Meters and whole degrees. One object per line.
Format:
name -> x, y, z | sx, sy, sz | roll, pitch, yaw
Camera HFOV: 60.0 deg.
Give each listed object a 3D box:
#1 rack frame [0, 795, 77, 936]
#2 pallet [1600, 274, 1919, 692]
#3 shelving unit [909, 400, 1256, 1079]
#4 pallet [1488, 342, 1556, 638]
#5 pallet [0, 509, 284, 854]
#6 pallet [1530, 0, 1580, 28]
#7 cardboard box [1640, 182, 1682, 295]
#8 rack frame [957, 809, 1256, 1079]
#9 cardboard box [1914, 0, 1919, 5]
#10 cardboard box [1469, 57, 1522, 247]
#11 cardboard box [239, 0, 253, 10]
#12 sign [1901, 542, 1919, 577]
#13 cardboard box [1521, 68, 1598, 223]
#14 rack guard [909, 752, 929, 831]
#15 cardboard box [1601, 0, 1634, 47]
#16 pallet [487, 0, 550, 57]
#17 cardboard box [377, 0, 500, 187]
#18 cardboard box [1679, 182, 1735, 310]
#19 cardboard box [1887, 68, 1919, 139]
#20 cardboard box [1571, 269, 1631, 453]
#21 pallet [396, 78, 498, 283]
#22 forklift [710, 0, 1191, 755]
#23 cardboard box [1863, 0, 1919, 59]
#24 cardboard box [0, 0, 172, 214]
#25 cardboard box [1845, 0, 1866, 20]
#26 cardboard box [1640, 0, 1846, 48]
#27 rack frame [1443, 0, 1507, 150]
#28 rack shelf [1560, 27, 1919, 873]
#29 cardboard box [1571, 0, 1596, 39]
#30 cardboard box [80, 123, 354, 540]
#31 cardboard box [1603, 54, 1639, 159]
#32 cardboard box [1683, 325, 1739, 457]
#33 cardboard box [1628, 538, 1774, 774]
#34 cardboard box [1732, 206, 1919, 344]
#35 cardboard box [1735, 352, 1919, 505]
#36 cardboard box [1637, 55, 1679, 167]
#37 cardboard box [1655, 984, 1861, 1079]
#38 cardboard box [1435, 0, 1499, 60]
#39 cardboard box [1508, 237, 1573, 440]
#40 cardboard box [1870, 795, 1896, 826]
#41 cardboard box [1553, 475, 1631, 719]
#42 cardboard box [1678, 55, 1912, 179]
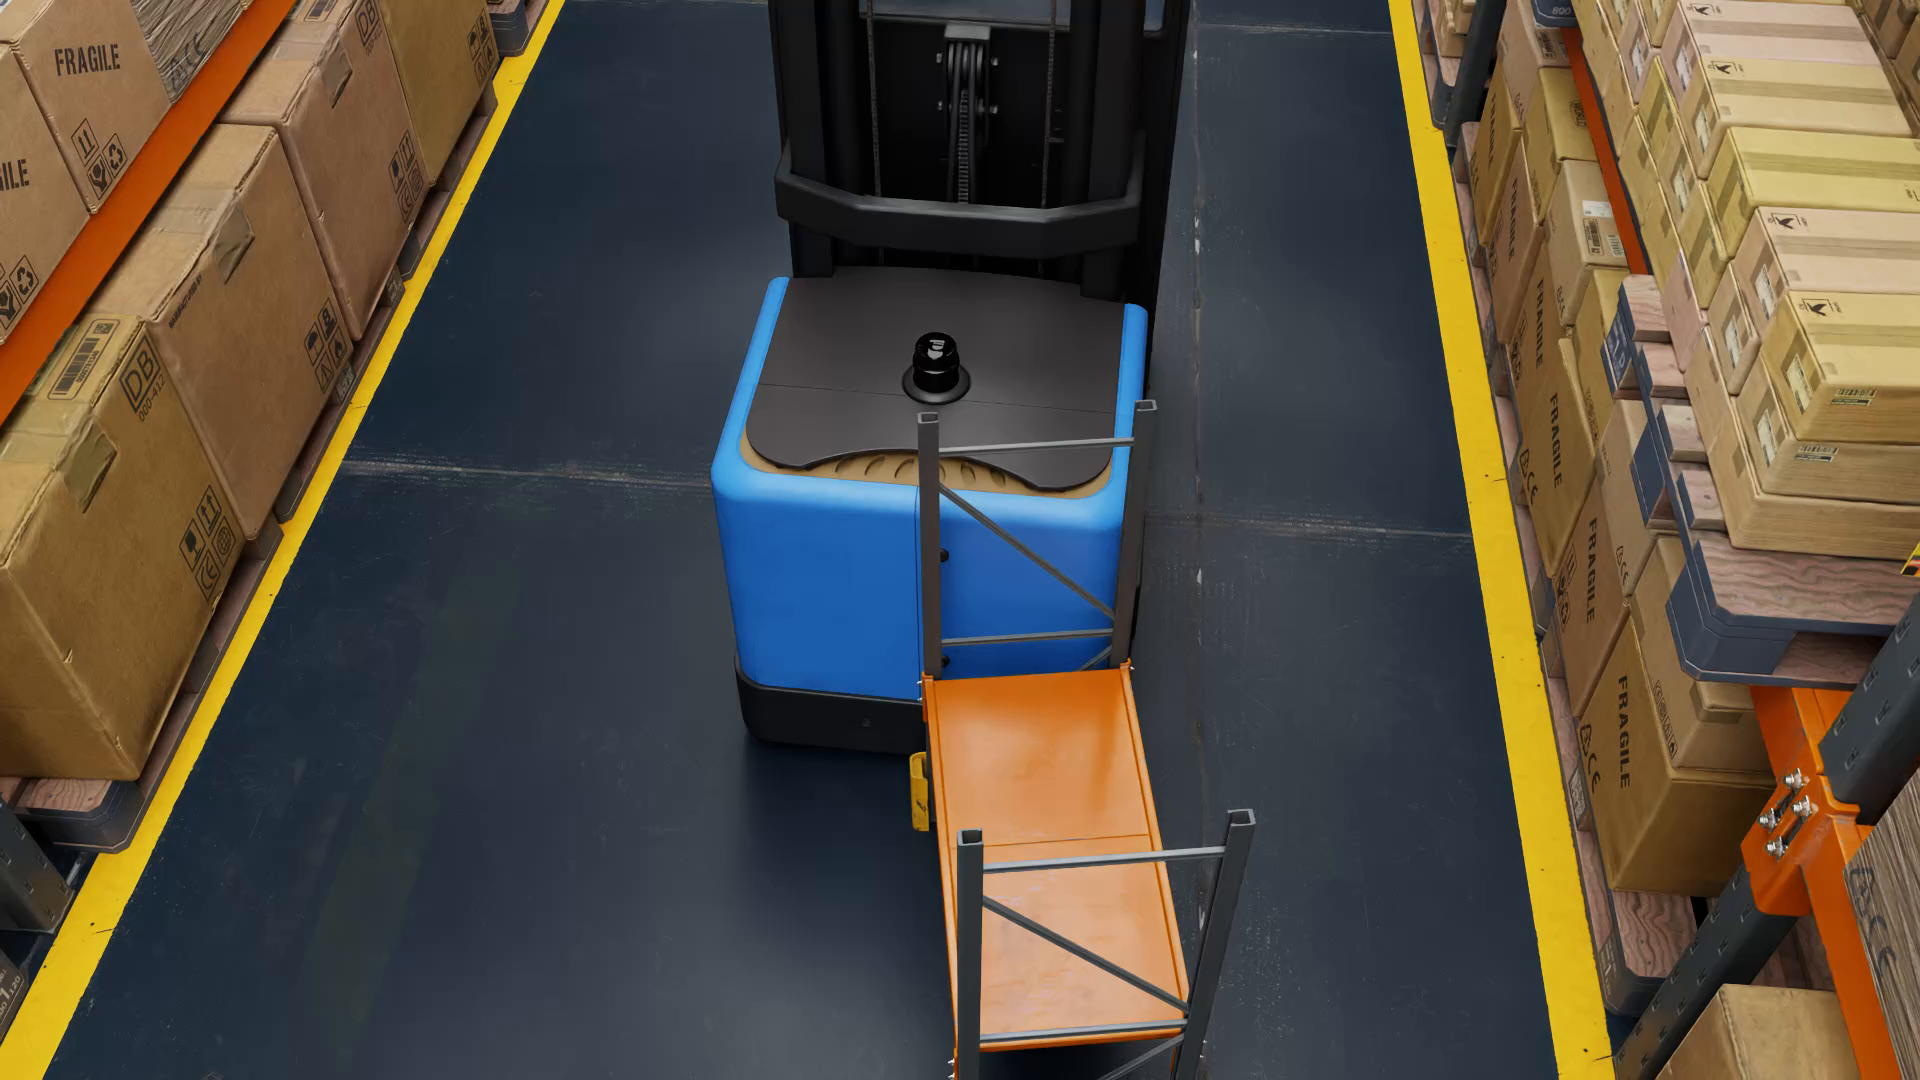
rack frame -> -2.837, -0.066, 3.277 | 1.000, 3.000, 0.127 | 4, 48, 4
pallet -> 2.052, -0.124, 3.461 | 1.213, 0.211, 1.003 | 4, 48, 4
shelving unit -> 0.202, 0.605, 3.680 | 0.587, 1.500, 1.083 | -3, 48, -3
pallet -> 2.279, -0.185, 5.276 | 1.003, 0.211, 1.213 | 4, 48, 4
pallet -> -2.690, 0.301, 4.832 | 1.003, 0.211, 1.213 | 4, 48, 4
pallet -> 2.243, -1.981, 5.159 | 1.003, 0.211, 1.213 | 4, 48, 4
cardboard box -> 1.754, -0.663, 3.709 | 0.380, 0.149, 0.250 | 3, 48, 3
rack frame -> 0.245, 0.986, 3.332 | 0.500, 1.500, 0.032 | -3, 48, -3
cardboard box -> 2.473, -1.391, 3.972 | 0.380, 0.149, 0.250 | 3, 48, 3
cardboard box -> 2.126, -1.370, 5.880 | 0.500, 0.500, 0.500 | 6, 48, 5
cardboard box -> -2.336, -1.929, 4.914 | 0.500, 0.500, 0.500 | 3, 48, 3
sign -> 1.552, -0.051, 2.533 | 0.100, 0.325, 0.005 | 4, 48, 4
cardboard box -> 2.081, -1.232, 5.245 | 0.500, 0.250, 0.500 | 5, 48, 5
rack guard -> 0.161, 0.661, 4.476 | 0.587, 0.250, 0.087 | -3, 48, -3
cardboard box -> 1.823, -1.347, 4.133 | 0.380, 0.149, 0.250 | 3, 48, 3
pallet -> -2.325, -2.617, 7.501 | 1.003, 0.211, 1.213 | 4, 48, 4
cardboard box -> -2.511, -1.958, 6.163 | 1.225, 0.875, 0.875 | 4, 48, 4
cardboard box -> 1.729, -0.599, 3.449 | 0.380, 0.149, 0.250 | 5, 48, 4
cardboard box -> 2.454, -1.004, 4.022 | 0.380, 0.149, 0.250 | 4, 48, 4
cardboard box -> 1.991, -0.474, 4.552 | 0.500, 0.250, 0.500 | 5, 48, 4
pallet -> -2.468, -1.492, 6.471 | 1.003, 0.211, 1.213 | 4, 48, 4
forklift -> 0.076, -1.451, 4.590 | 1.130, 2.935, 3.031 | 5, 48, 5
cardboard box -> 2.474, -1.302, 4.092 | 0.380, 0.149, 0.250 | 5, 48, 5
cardboard box -> -2.434, -1.194, 4.242 | 0.500, 0.500, 0.500 | 3, 48, 3
cardboard box -> 2.503, -1.391, 4.376 | 0.380, 0.149, 0.250 | 6, 48, 5
cardboard box -> 1.801, -1.257, 3.849 | 0.380, 0.149, 0.250 | 6, 48, 5
rack frame -> 2.458, -2.597, 5.593 | 1.000, 3.000, 0.127 | 4, 48, 4
rack shelf -> 2.275, -0.885, 4.514 | 1.077, 0.370, 4.000 | 4, 48, 4
cardboard box -> 1.850, -1.436, 4.416 | 0.380, 0.149, 0.250 | 3, 48, 3
cardboard box -> -2.665, -0.651, 4.968 | 1.225, 0.875, 0.875 | 4, 48, 4
cardboard box -> 1.802, -1.050, 4.064 | 0.380, 0.149, 0.250 | 5, 48, 5
cardboard box -> 1.705, -0.291, 3.369 | 0.380, 0.149, 0.250 | 4, 48, 3
cardboard box -> 1.894, 0.271, 3.871 | 0.500, 0.250, 0.500 | 3, 48, 3
cardboard box -> 1.706, -0.491, 3.149 | 0.380, 0.149, 0.250 | 3, 48, 3
cardboard box -> 1.685, -0.209, 3.092 | 0.380, 0.149, 0.250 | 5, 48, 4
cardboard box -> 1.777, -0.965, 3.784 | 0.380, 0.149, 0.250 | 4, 48, 3
cardboard box -> 1.948, 1.401, 3.176 | 1.050, 0.750, 0.750 | 3, 48, 3
cardboard box -> 2.154, -2.088, 6.774 | 0.380, 0.149, 0.250 | 4, 48, 4
cardboard box -> 2.045, -0.595, 5.171 | 0.500, 0.500, 0.500 | 5, 48, 4
cardboard box -> 2.411, 0.541, 4.131 | 0.500, 0.500, 0.500 | 2, 48, 2
cardboard box -> 1.944, 0.162, 4.479 | 0.500, 0.500, 0.500 | 6, 48, 5
cardboard box -> 1.751, -0.880, 3.504 | 0.380, 0.149, 0.250 | 5, 48, 5
